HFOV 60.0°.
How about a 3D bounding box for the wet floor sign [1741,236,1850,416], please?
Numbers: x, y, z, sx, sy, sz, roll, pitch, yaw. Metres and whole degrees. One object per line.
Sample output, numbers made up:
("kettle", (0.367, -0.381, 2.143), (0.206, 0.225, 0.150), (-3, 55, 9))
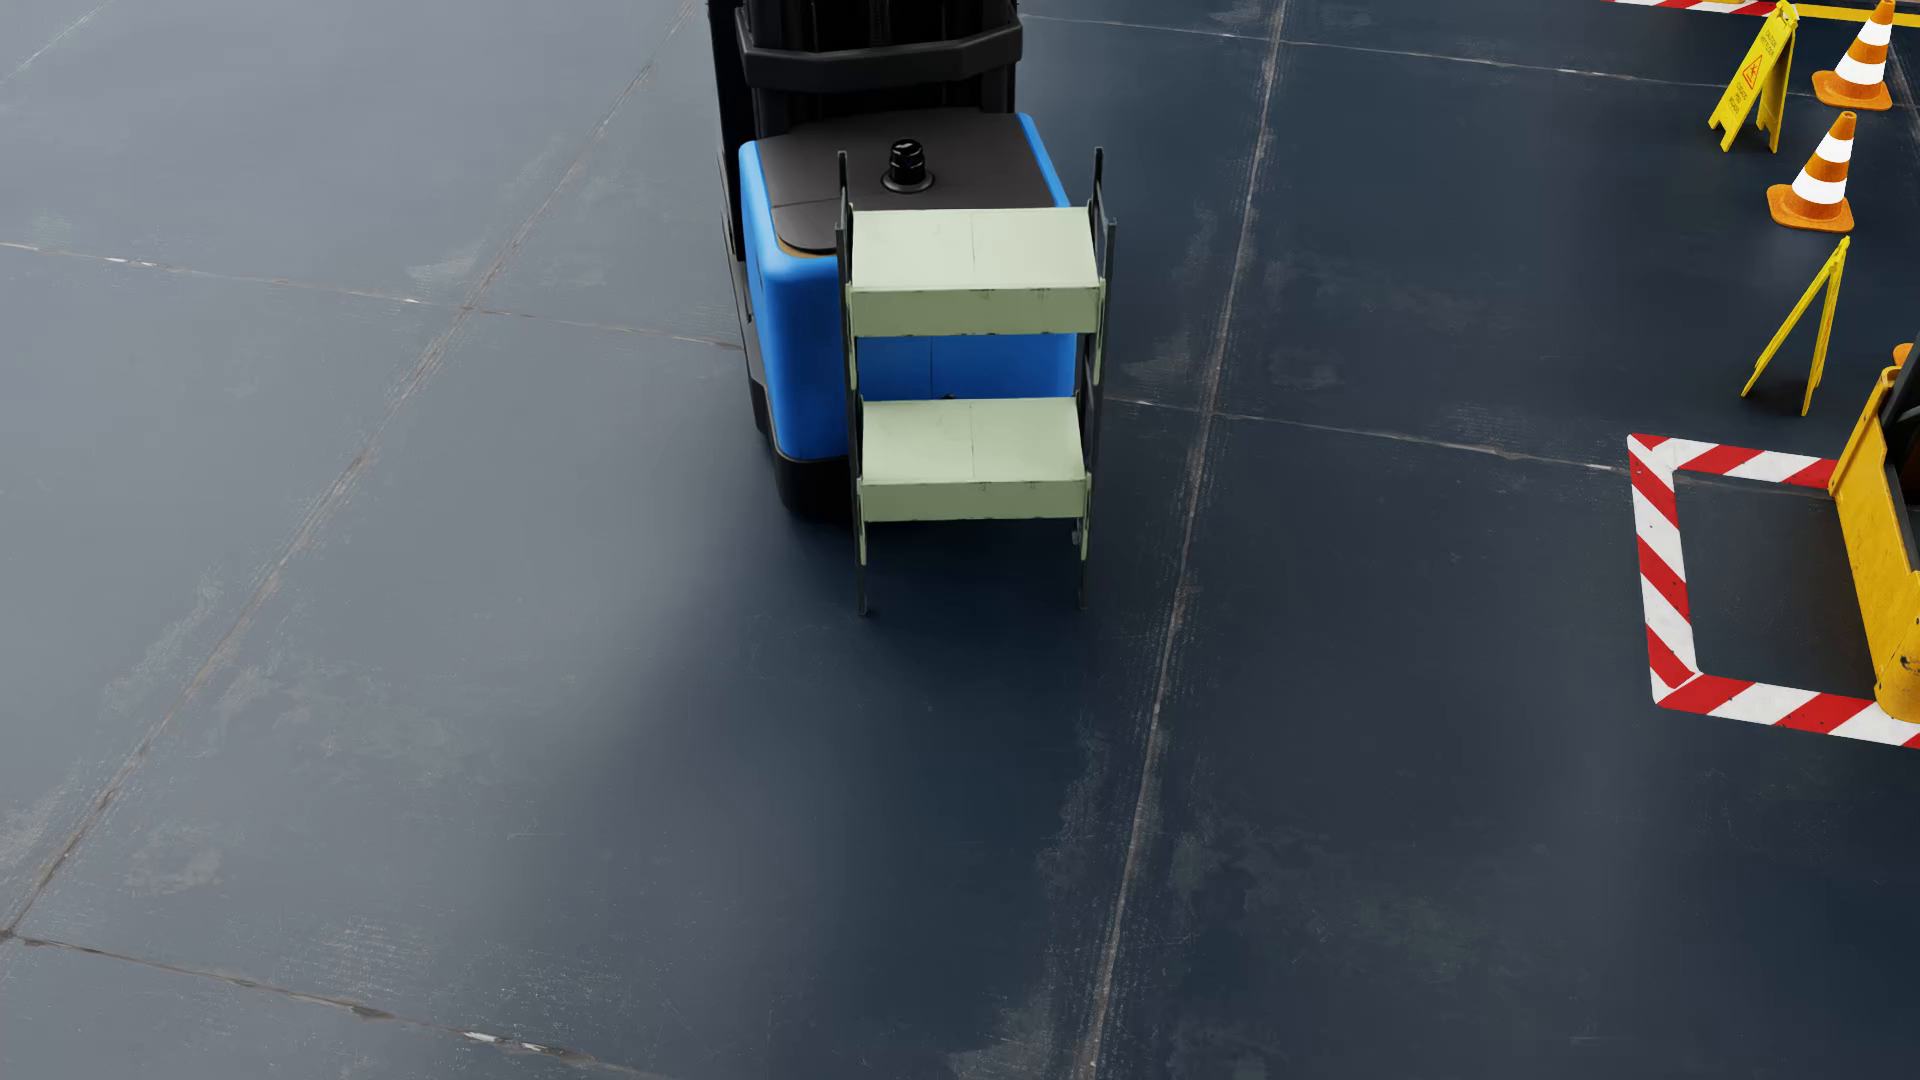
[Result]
("wet floor sign", (3.136, -0.813, 6.130), (0.232, 0.644, 0.267), (24, 49, 23))

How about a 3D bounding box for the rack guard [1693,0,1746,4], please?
("rack guard", (4.047, -3.377, 8.898), (0.348, 0.500, 1.175), (9, 45, 9))

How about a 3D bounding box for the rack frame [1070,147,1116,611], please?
("rack frame", (0.403, -0.445, 5.131), (0.023, 1.500, 0.400), (-1, 44, -1))

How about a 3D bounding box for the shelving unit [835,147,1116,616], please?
("shelving unit", (0.037, -0.437, 5.122), (0.755, 1.500, 0.431), (-1, 44, -1))

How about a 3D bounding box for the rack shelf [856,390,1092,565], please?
("rack shelf", (0.037, -0.202, 5.349), (0.720, 0.370, 0.431), (-1, 44, -1))

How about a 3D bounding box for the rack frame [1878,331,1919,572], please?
("rack frame", (3.088, -0.909, 4.531), (0.127, 3.000, 1.000), (9, 45, 9))

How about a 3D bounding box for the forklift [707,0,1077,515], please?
("forklift", (-0.388, -2.178, 5.900), (1.130, 2.935, 3.031), (-8, 44, -8))

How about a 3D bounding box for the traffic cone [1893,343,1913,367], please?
("traffic cone", (3.790, -0.802, 6.250), (0.334, 0.463, 0.336), (9, 45, 9))

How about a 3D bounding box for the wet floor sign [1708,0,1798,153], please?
("wet floor sign", (3.610, -2.090, 7.456), (0.232, 0.644, 0.267), (2, 44, 2))

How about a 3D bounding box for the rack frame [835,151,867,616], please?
("rack frame", (-0.329, -0.429, 5.114), (0.023, 1.500, 0.400), (-1, 44, -1))

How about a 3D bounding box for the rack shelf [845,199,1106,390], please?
("rack shelf", (0.037, -0.718, 4.852), (0.720, 0.370, 0.431), (-1, 44, -1))

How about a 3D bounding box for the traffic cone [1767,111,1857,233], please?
("traffic cone", (3.700, -1.605, 7.084), (0.334, 0.463, 0.336), (9, 45, 9))

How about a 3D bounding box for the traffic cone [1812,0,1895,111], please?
("traffic cone", (4.279, -2.318, 7.825), (0.334, 0.463, 0.336), (9, 45, 9))

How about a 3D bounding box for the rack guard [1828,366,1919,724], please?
("rack guard", (3.162, 0.003, 5.386), (0.348, 0.500, 1.175), (9, 45, 9))
